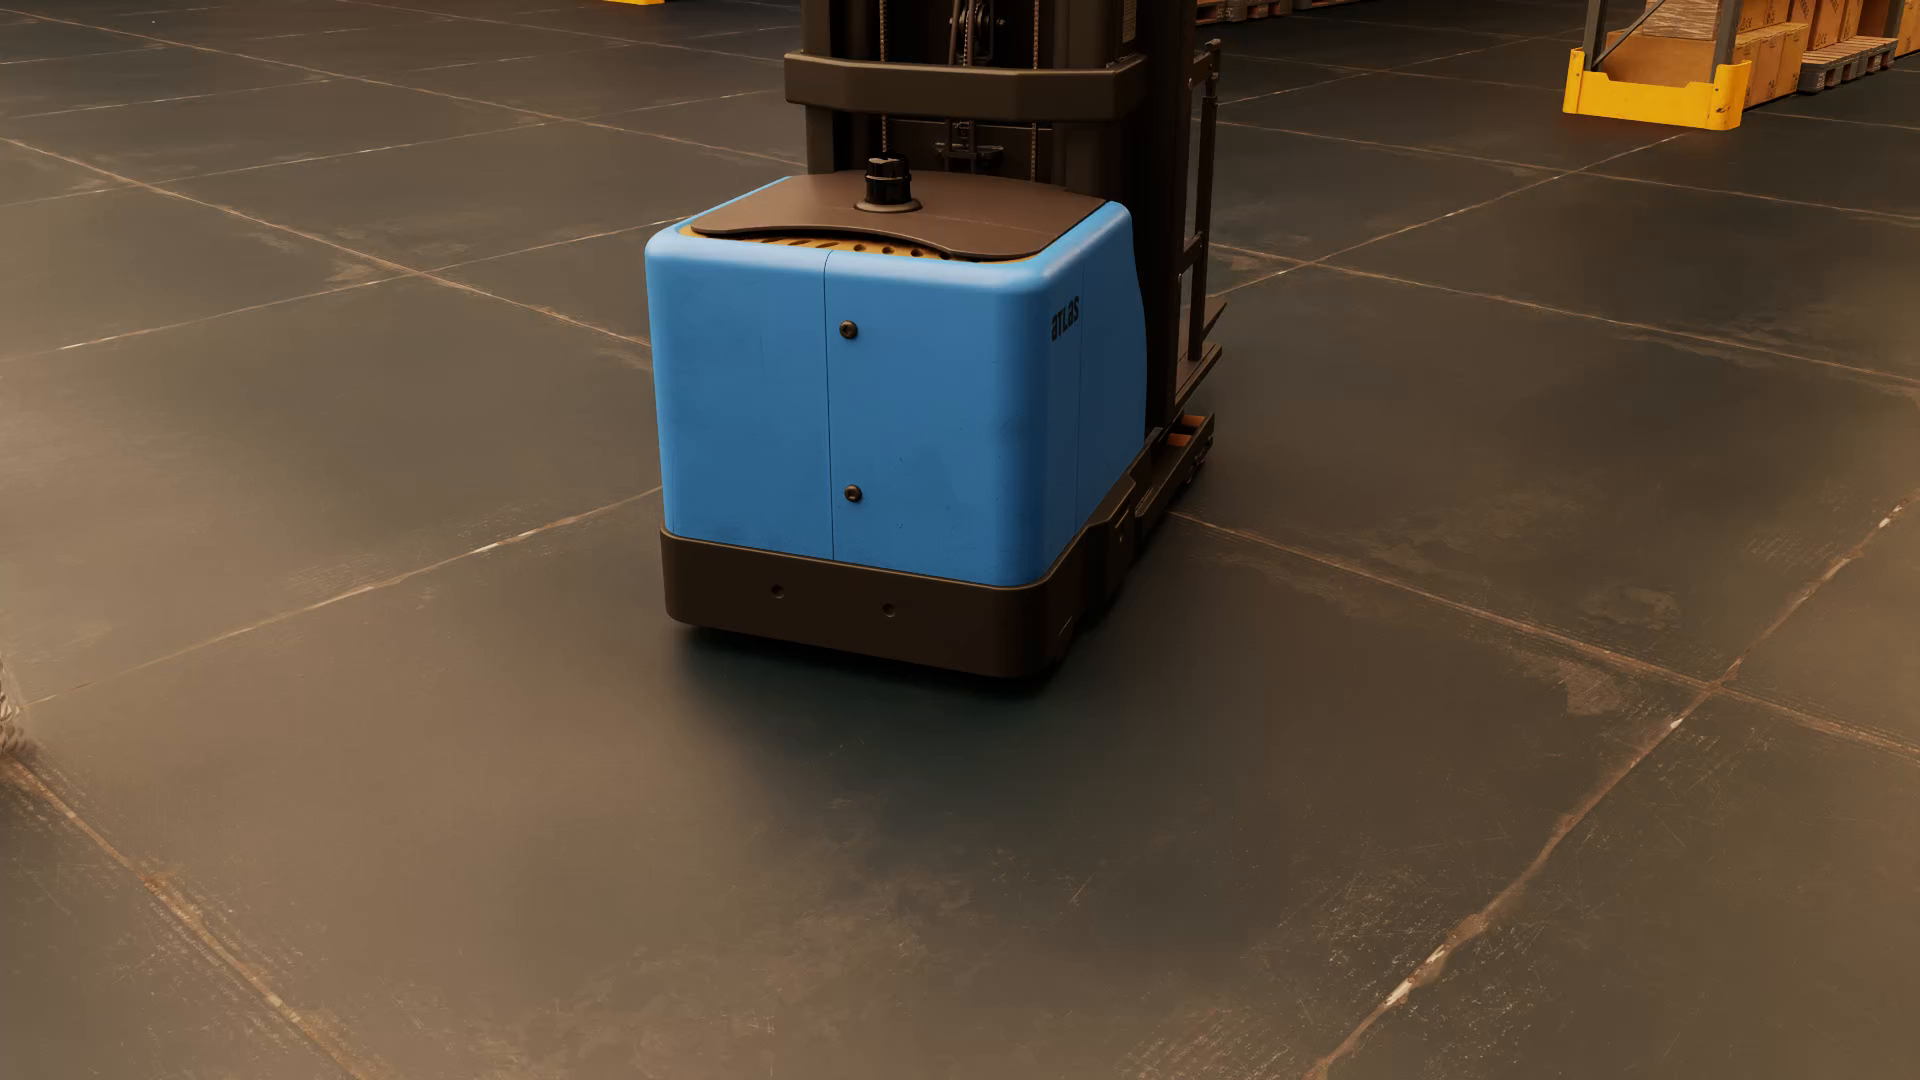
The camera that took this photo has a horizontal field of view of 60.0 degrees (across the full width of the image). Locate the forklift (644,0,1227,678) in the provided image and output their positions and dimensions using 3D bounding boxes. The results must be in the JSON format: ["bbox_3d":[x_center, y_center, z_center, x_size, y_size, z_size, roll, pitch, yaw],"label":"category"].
[{"bbox_3d":[0.211,-1.572,4.911,1.130,2.935,3.031,8,25,18],"label":"forklift"}]
